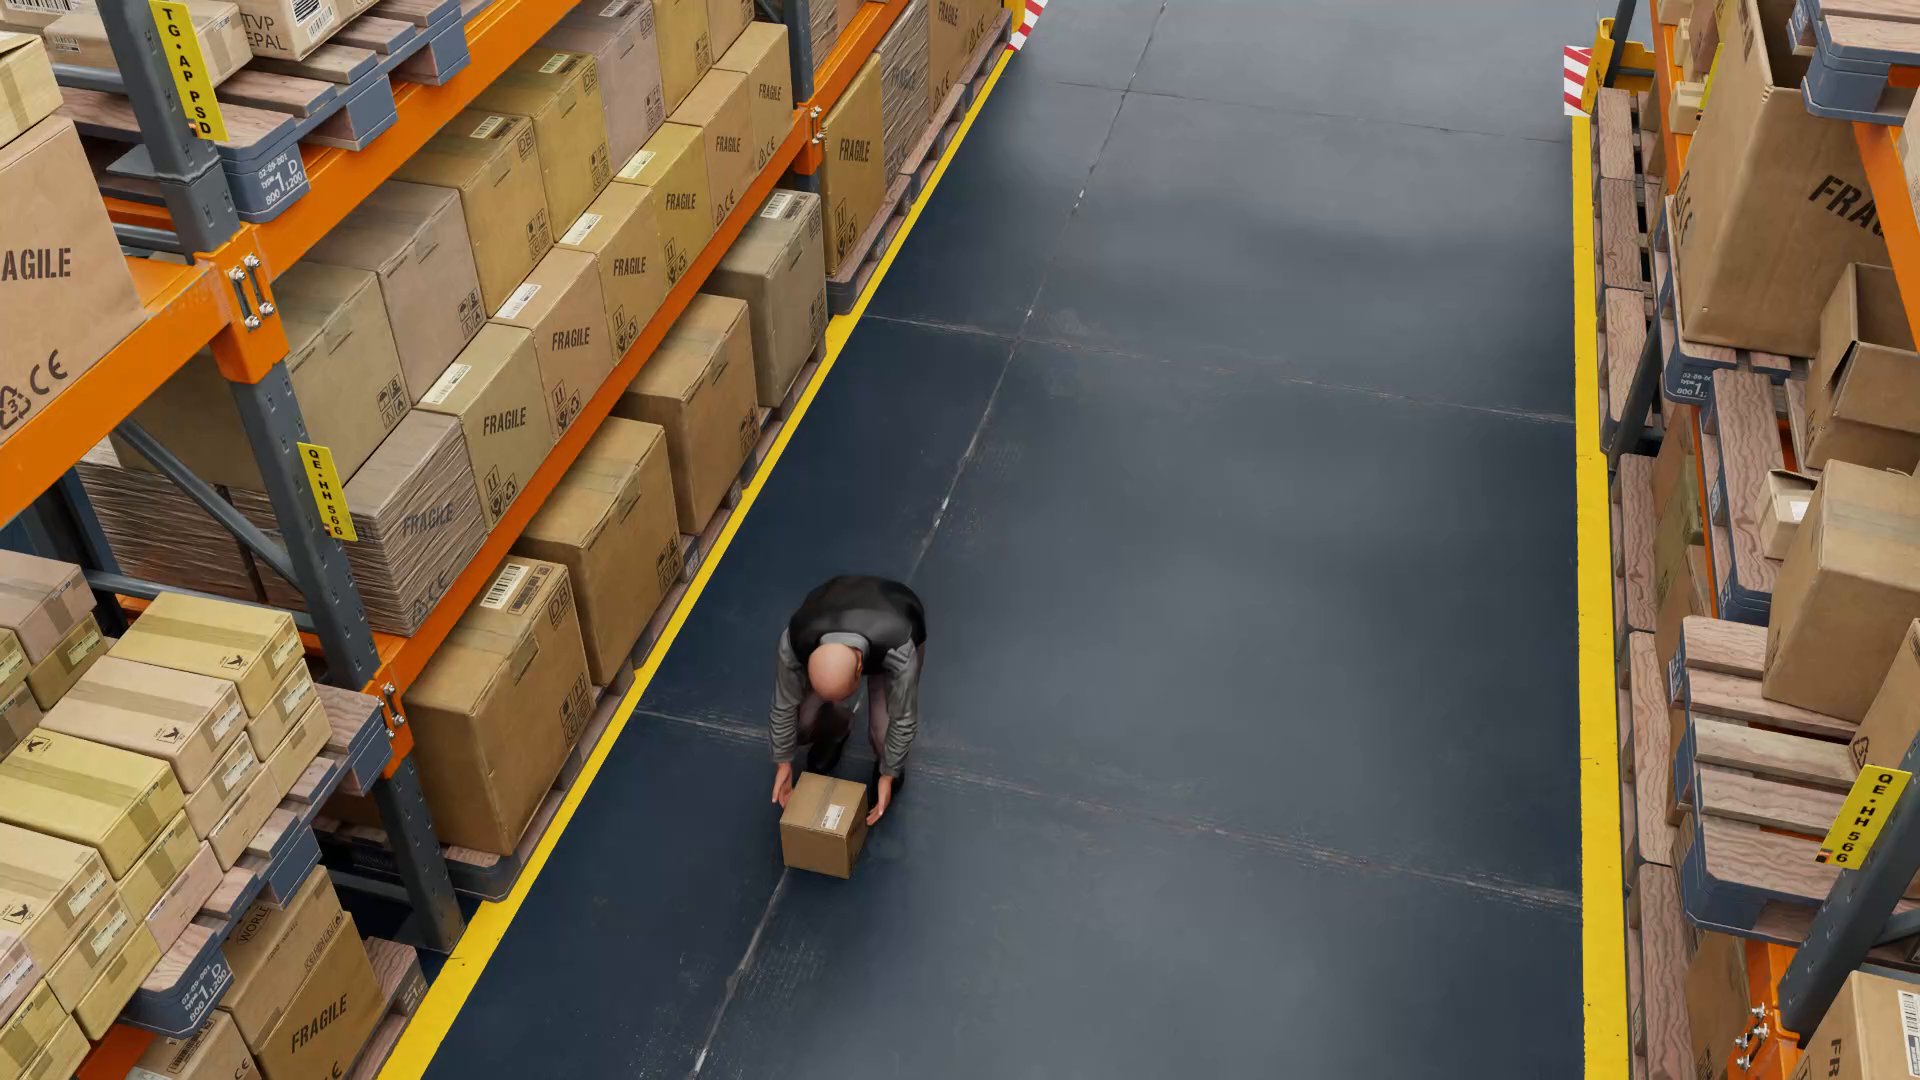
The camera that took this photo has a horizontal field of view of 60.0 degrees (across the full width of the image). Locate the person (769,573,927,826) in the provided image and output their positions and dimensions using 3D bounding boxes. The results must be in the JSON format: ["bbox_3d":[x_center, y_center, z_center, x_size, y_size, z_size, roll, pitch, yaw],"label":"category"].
[{"bbox_3d":[-0.372,0.535,6.106,0.551,1.008,0.852,10,42,11],"label":"person"}]
